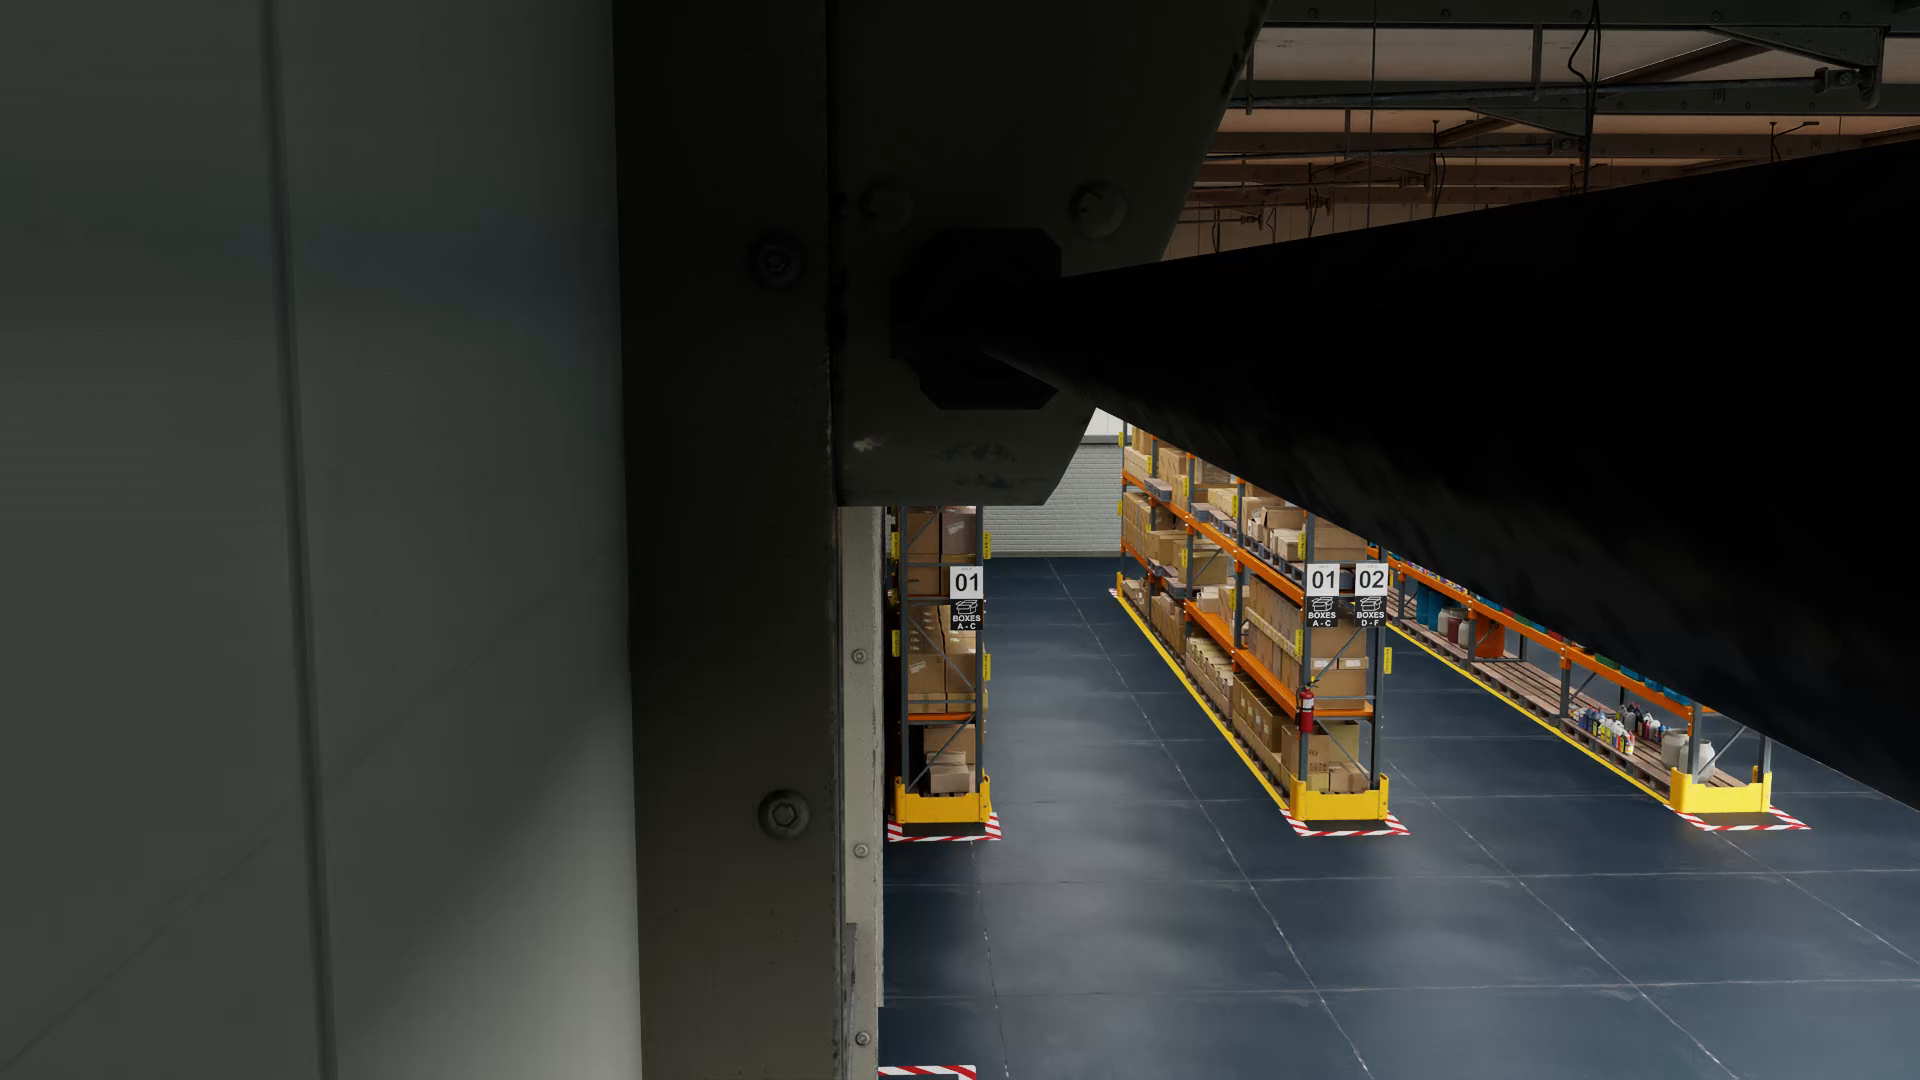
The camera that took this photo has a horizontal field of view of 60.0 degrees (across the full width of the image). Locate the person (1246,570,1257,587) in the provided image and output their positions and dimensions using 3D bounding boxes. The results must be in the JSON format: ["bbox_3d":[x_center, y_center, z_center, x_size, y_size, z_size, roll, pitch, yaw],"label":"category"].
[{"bbox_3d":[6.327,0.610,35.257,0.590,1.624,0.990,-3,8,-17],"label":"person"}]
